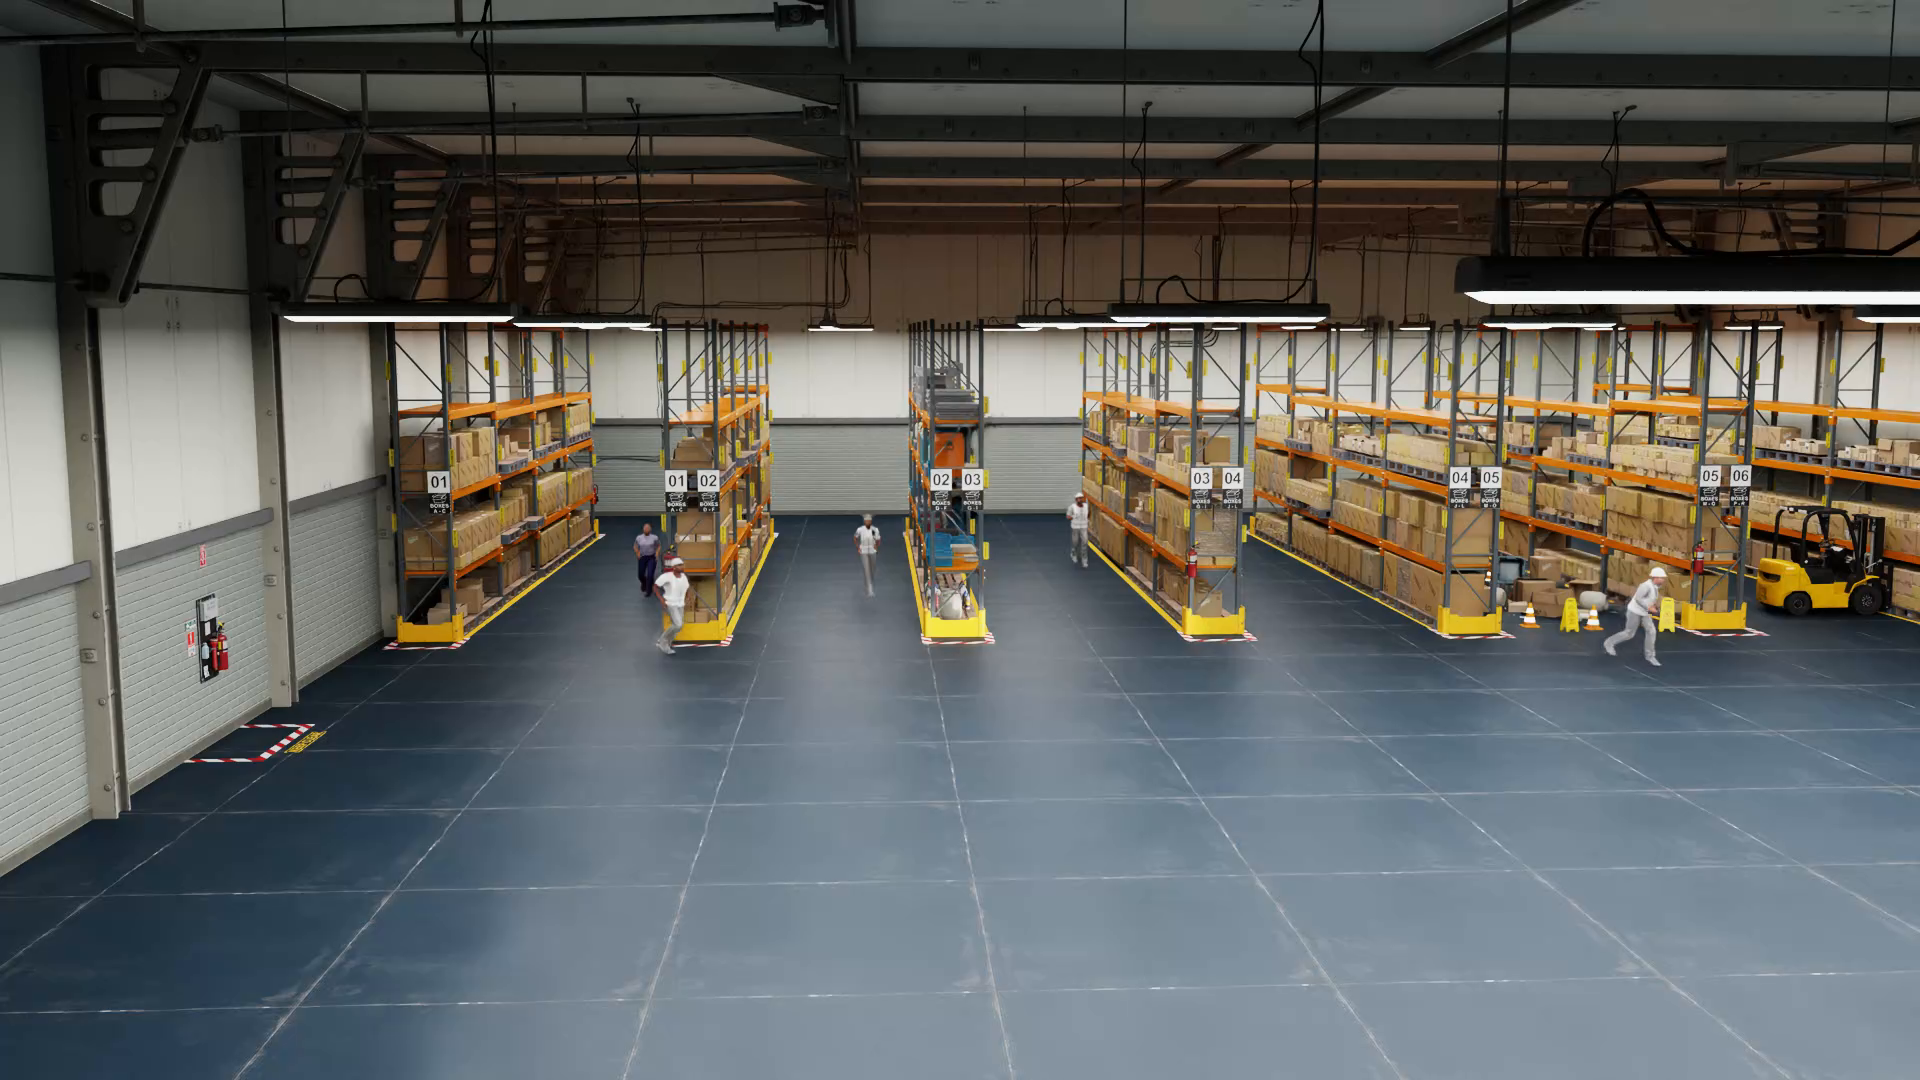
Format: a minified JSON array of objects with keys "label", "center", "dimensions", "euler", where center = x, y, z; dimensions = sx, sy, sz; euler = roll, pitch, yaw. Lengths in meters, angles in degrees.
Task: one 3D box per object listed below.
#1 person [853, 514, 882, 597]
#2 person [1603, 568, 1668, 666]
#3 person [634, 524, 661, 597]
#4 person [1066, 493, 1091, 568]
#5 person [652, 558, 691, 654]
[{"label":"person","center":[-1.928,0.308,34.849],"dimensions":[0.587,1.732,0.742],"euler":[-1,7,-9]},{"label":"person","center":[11.840,1.290,29.151],"dimensions":[1.045,1.694,0.697],"euler":[5,9,38]},{"label":"person","center":[-6.847,0.432,36.465],"dimensions":[0.595,1.601,0.561],"euler":[-1,7,-7]},{"label":"person","center":[2.948,-0.261,41.159],"dimensions":[0.669,1.823,0.855],"euler":[-1,7,-9]},{"label":"person","center":[-5.114,1.177,29.913],"dimensions":[0.577,1.721,0.712],"euler":[5,8,33]}]
